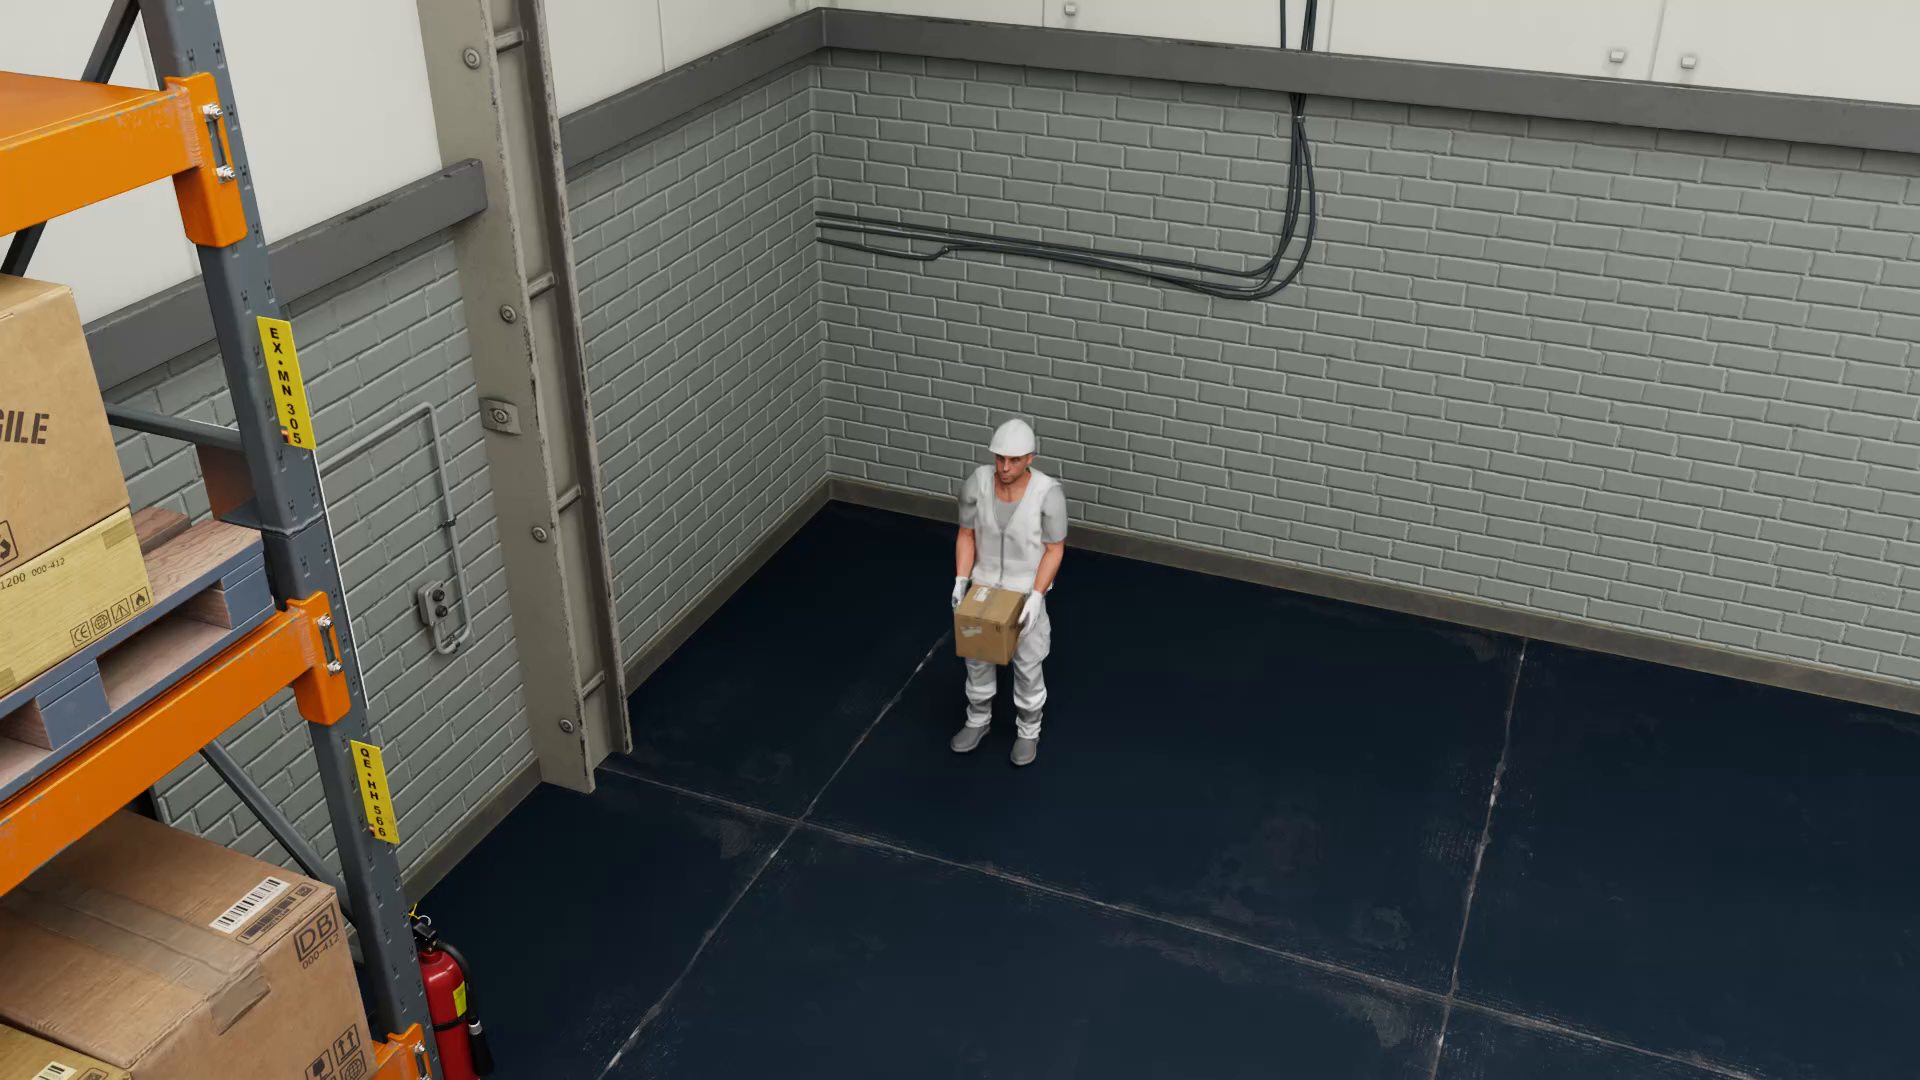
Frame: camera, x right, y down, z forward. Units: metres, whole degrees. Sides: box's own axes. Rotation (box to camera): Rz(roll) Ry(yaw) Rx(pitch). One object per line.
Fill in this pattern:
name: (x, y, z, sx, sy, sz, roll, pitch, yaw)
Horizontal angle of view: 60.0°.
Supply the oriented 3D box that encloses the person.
person: (0.222, 0.261, 7.910, 0.533, 1.793, 0.473, 11, 31, 18)
